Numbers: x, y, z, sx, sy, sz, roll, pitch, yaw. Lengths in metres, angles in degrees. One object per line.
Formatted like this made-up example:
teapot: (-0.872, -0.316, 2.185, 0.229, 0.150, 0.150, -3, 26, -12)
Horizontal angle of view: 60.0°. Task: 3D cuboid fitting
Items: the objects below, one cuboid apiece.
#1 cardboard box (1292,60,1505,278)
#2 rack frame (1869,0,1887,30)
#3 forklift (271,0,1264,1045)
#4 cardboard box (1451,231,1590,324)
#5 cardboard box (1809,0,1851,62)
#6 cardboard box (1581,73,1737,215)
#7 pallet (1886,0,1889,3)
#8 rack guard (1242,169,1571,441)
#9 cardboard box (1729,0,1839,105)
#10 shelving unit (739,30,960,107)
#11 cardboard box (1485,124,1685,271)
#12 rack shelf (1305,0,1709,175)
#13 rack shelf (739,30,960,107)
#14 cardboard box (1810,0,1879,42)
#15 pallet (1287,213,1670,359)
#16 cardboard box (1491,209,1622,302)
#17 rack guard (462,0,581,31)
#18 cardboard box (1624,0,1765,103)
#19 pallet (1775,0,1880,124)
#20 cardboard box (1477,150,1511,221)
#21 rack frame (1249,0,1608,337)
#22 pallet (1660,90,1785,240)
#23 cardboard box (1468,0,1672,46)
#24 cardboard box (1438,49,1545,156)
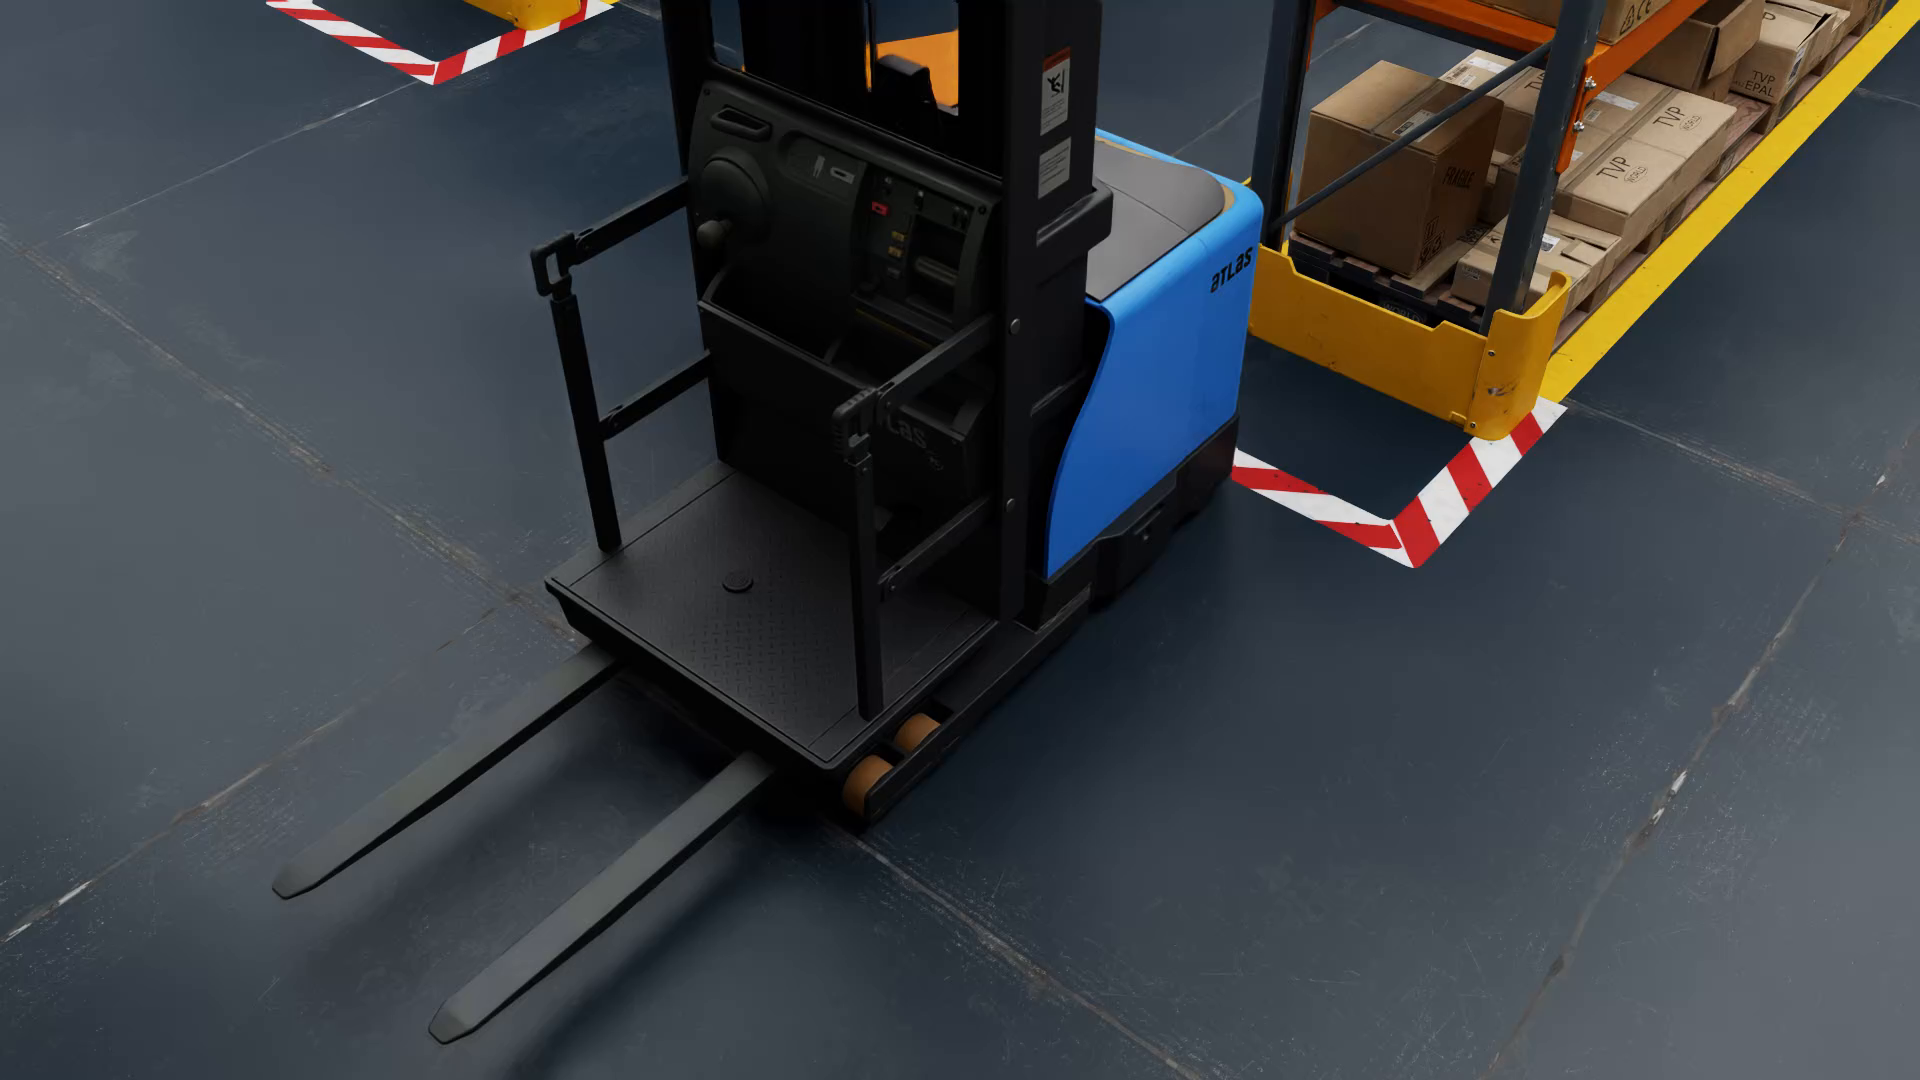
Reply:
cardboard box: (1.583, -1.353, 6.039, 0.500, 0.500, 0.500, 29, 50, 28)
rack frame: (3.996, -3.788, 7.187, 1.000, 3.000, 0.127, 29, 50, 28)
forklift: (-0.439, -0.728, 3.872, 1.130, 2.935, 3.031, 29, 50, 28)
cardboard box: (1.954, -0.903, 5.806, 0.380, 0.149, 0.250, 29, 50, 28)
cardboard box: (3.651, -2.261, 7.299, 0.380, 0.149, 0.250, 29, 50, 28)
cardboard box: (2.632, -1.546, 6.437, 0.500, 0.250, 0.500, 29, 50, 28)
pallet: (4.491, -3.192, 8.603, 1.003, 0.211, 1.213, 29, 50, 28)
rack guard: (1.471, -0.843, 5.805, 1.175, 0.500, 0.348, 29, 50, 28)
cardboard box: (3.364, -2.154, 7.061, 0.500, 0.311, 0.500, 29, 50, 28)
shelving unit: (-0.352, -1.188, 5.721, 1.048, 1.125, 0.538, -14, 44, -15)
cardboard box: (2.311, -1.289, 6.154, 0.500, 0.250, 0.500, 29, 50, 28)
rack shelf: (2.709, -2.492, 6.296, 1.077, 0.370, 4.000, 29, 50, 28)
rack shelf: (-0.352, -1.405, 5.524, 1.000, 0.278, 0.538, -14, 44, -15)
cardboard box: (3.846, -2.610, 7.422, 0.500, 0.500, 0.500, 29, 50, 28)
pallet: (1.983, -1.147, 6.355, 1.003, 0.211, 1.213, 29, 50, 28)
cardboard box: (2.115, -1.039, 5.942, 0.380, 0.166, 0.250, 29, 50, 28)
rack guard: (-2.373, -2.932, 8.103, 1.175, 0.500, 0.348, 29, 50, 28)
cardboard box: (2.791, -2.058, 6.812, 0.797, 0.503, 0.637, 29, 50, 28)
pallet: (3.553, -2.403, 7.736, 1.003, 0.211, 1.213, 29, 50, 28)
cardboard box: (1.913, -1.399, 6.338, 0.380, 0.166, 0.250, 29, 50, 28)
rack frame: (1.422, -1.729, 4.921, 1.000, 3.000, 0.127, 29, 50, 28)
pallet: (2.768, -1.772, 7.042, 1.003, 0.211, 1.213, 29, 50, 28)
cardboard box: (1.909, -1.880, 5.013, 0.500, 0.500, 0.500, 31, 50, 29)
cardboard box: (2.217, -1.737, 6.647, 0.500, 0.250, 0.500, 29, 50, 28)
